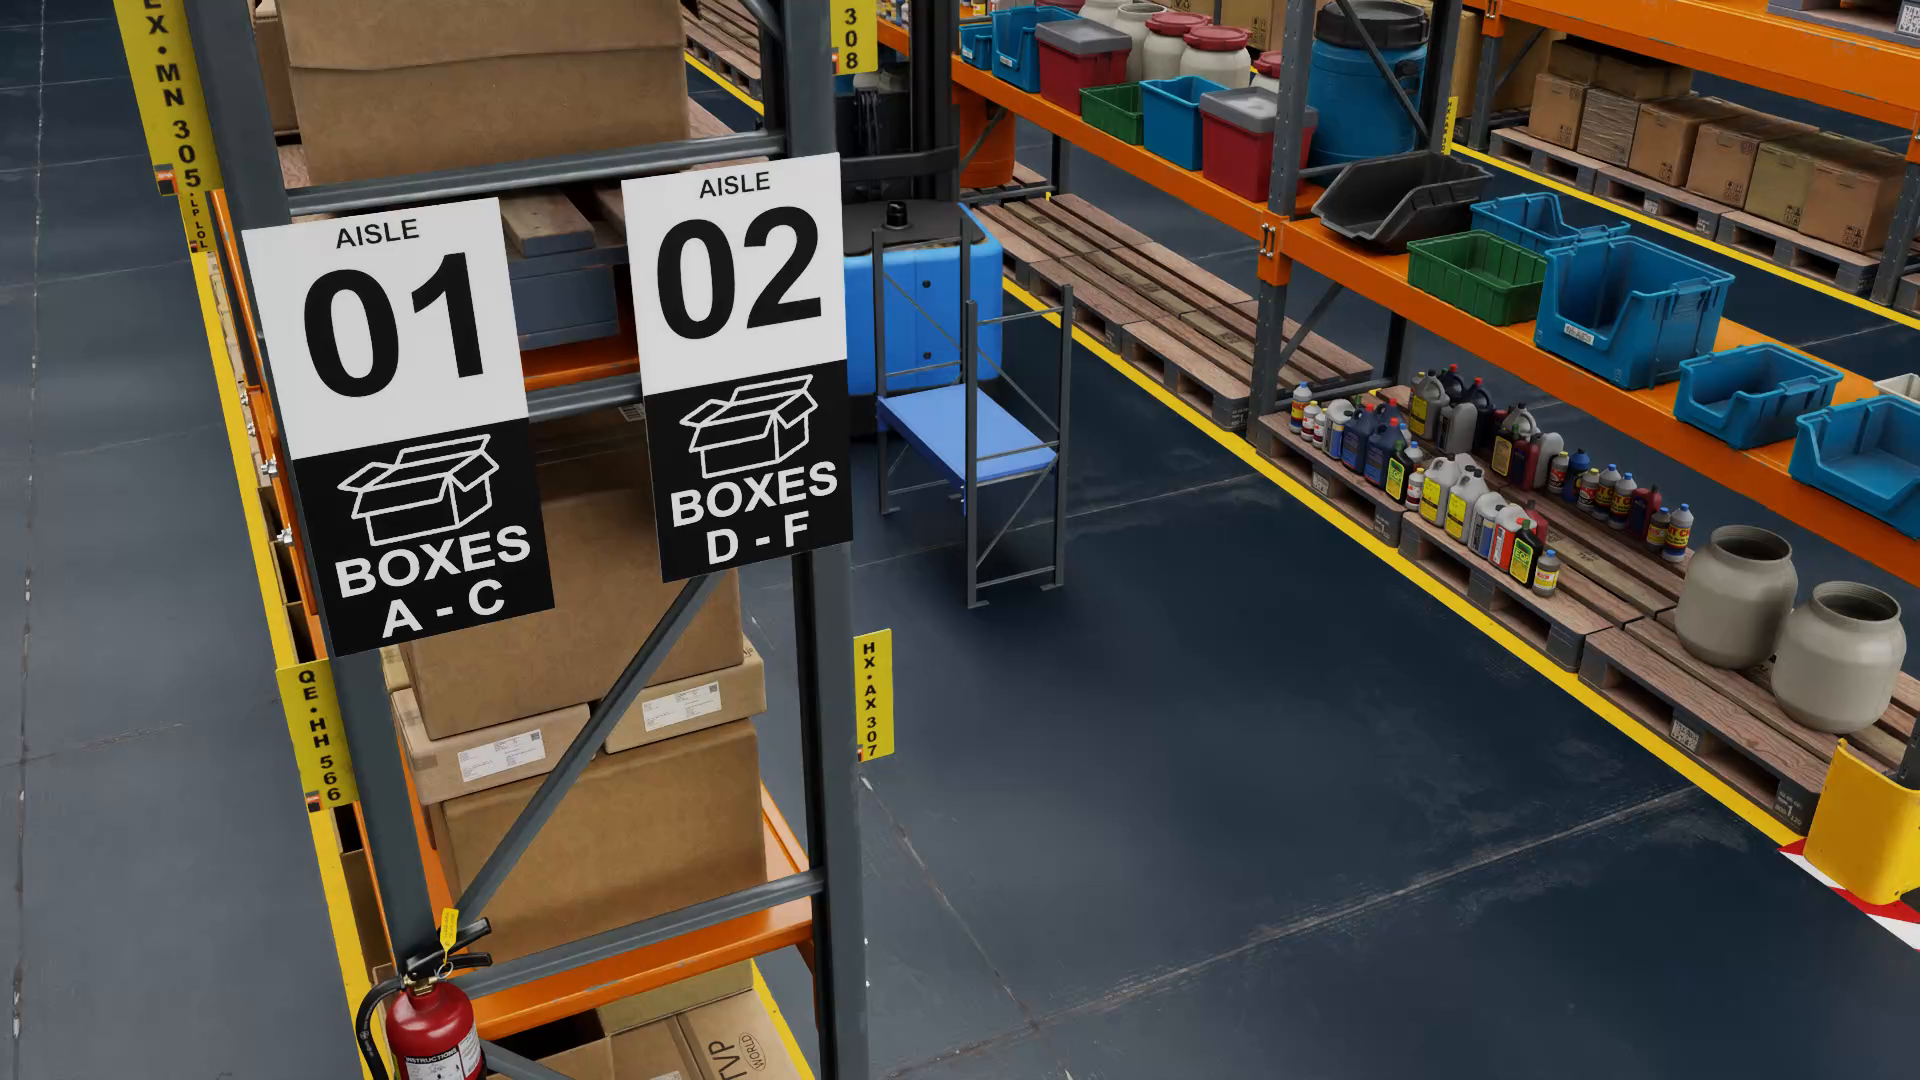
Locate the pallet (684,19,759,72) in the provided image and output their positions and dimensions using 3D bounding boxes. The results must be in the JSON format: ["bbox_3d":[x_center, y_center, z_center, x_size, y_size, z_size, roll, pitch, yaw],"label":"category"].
[{"bbox_3d":[-2.251,-5.112,17.150,1.003,0.211,1.213,-13,32,-22],"label":"pallet"}]

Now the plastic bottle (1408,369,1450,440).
[{"bbox_3d":[2.468,-0.720,8.726,0.144,0.351,0.185,-13,32,-22],"label":"plastic bottle"}]

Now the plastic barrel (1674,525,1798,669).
[{"bbox_3d":[3.212,0.235,6.878,0.421,0.512,0.421,0,29,0],"label":"plastic barrel"}]

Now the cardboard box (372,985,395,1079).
[{"bbox_3d":[-1.419,1.491,4.907,0.500,0.250,0.500,-13,32,-22],"label":"cardboard box"}]

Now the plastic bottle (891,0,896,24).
[{"bbox_3d":[-0.472,-3.993,12.507,0.097,0.201,0.097,0,29,0],"label":"plastic bottle"}]

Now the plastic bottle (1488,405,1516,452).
[{"bbox_3d":[2.788,-0.573,8.532,0.061,0.283,0.133,-11,31,-19],"label":"plastic bottle"}]

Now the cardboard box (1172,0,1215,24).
[{"bbox_3d":[2.889,-6.076,17.762,0.875,0.875,0.875,-13,32,-22],"label":"cardboard box"}]

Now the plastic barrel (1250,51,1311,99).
[{"bbox_3d":[1.849,-2.466,9.441,0.433,0.535,0.433,0,29,0],"label":"plastic barrel"}]

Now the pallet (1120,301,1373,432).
[{"bbox_3d":[1.689,-1.060,9.925,1.003,0.211,1.213,-13,32,-22],"label":"pallet"}]

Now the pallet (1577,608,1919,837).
[{"bbox_3d":[3.360,0.662,6.854,1.003,0.211,1.213,-13,32,-22],"label":"pallet"}]

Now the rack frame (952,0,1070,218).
[{"bbox_3d":[0.344,-3.705,11.790,1.000,3.000,0.127,-13,32,-22],"label":"rack frame"}]

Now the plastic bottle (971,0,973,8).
[{"bbox_3d":[0.136,-4.288,12.949,0.061,0.283,0.133,-13,32,-22],"label":"plastic bottle"}]

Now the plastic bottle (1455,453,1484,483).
[{"bbox_3d":[2.420,-0.269,7.998,0.152,0.276,0.135,-13,32,-22],"label":"plastic bottle"}]

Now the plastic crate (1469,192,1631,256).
[{"bbox_3d":[2.782,-1.441,7.905,0.499,0.251,0.616,-13,32,-22],"label":"plastic crate"}]

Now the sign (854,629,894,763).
[{"bbox_3d":[-0.193,0.342,3.608,0.100,0.325,0.005,-13,32,-22],"label":"sign"}]

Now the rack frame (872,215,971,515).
[{"bbox_3d":[-0.182,-0.841,8.216,0.500,1.500,0.032,-13,32,-22],"label":"rack frame"}]

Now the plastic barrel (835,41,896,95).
[{"bbox_3d":[-0.851,-4.183,14.359,0.600,0.901,0.708,-13,32,-22],"label":"plastic barrel"}]

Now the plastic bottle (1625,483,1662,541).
[{"bbox_3d":[3.201,-0.148,7.774,0.061,0.283,0.133,-13,32,-21],"label":"plastic bottle"}]

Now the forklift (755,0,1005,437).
[{"bbox_3d":[-0.652,-2.546,9.794,1.130,2.935,3.031,-8,30,-14],"label":"forklift"}]

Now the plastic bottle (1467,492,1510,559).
[{"bbox_3d":[2.451,-0.072,7.647,0.152,0.276,0.135,-14,32,-23],"label":"plastic bottle"}]

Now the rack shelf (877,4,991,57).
[{"bbox_3d":[-0.514,-4.274,13.541,1.077,0.370,4.000,-13,32,-22],"label":"rack shelf"}]

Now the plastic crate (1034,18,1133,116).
[{"bbox_3d":[0.762,-2.954,10.387,0.402,0.464,0.583,-13,32,-22],"label":"plastic crate"}]

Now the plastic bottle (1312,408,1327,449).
[{"bbox_3d":[1.890,-0.586,8.640,0.097,0.201,0.097,0,29,0],"label":"plastic bottle"}]

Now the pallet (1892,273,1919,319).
[{"bbox_3d":[6.855,-1.472,10.659,1.003,0.211,1.213,-13,32,-22],"label":"pallet"}]

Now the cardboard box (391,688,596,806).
[{"bbox_3d":[-1.033,0.412,3.682,0.380,0.149,0.250,-14,32,-23],"label":"cardboard box"}]

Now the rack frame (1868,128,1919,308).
[{"bbox_3d":[6.535,-2.978,10.493,1.000,3.000,0.127,-13,32,-22],"label":"rack frame"}]

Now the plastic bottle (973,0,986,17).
[{"bbox_3d":[0.147,-4.047,12.603,0.097,0.201,0.097,0,29,0],"label":"plastic bottle"}]

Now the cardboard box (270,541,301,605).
[{"bbox_3d":[-2.276,0.280,6.300,0.500,0.500,0.500,-13,32,-22],"label":"cardboard box"}]

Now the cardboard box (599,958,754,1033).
[{"bbox_3d":[-0.942,1.053,4.921,0.500,0.500,0.500,-13,32,-22],"label":"cardboard box"}]

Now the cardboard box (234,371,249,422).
[{"bbox_3d":[-3.288,-0.696,8.233,0.500,0.311,0.500,-13,32,-22],"label":"cardboard box"}]

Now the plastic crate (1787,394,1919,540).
[{"bbox_3d":[3.293,-0.264,5.806,0.499,0.251,0.616,-13,32,-22],"label":"plastic crate"}]

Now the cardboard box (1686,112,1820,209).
[{"bbox_3d":[5.862,-2.817,12.312,0.700,0.500,0.500,-16,33,-26],"label":"cardboard box"}]

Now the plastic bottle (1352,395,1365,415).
[{"bbox_3d":[2.062,-0.598,8.576,0.061,0.283,0.133,-13,32,-22],"label":"plastic bottle"}]

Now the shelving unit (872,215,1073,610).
[{"bbox_3d":[0.037,-0.616,7.816,0.538,1.500,1.048,-13,32,-22],"label":"shelving unit"}]

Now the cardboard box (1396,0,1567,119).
[{"bbox_3d":[4.540,-4.310,14.613,1.225,0.875,0.875,-15,32,-24],"label":"cardboard box"}]

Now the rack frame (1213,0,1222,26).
[{"bbox_3d":[3.100,-6.512,16.795,1.000,3.000,0.127,-13,32,-22],"label":"rack frame"}]

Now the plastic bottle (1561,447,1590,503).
[{"bbox_3d":[3.005,-0.324,8.101,0.097,0.271,0.097,0,29,0],"label":"plastic bottle"}]

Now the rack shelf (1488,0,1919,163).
[{"bbox_3d":[5.676,-3.547,12.245,1.077,0.370,4.000,-13,32,-22],"label":"rack shelf"}]

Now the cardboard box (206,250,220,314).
[{"bbox_3d":[-4.171,-1.602,9.848,0.500,0.311,0.500,-12,31,-20],"label":"cardboard box"}]

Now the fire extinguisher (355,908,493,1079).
[{"bbox_3d":[-1.065,1.051,3.388,0.296,0.674,0.183,-13,32,-22],"label":"fire extinguisher"}]

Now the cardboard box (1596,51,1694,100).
[{"bbox_3d":[5.369,-3.651,13.034,0.500,0.250,0.500,-9,31,-16],"label":"cardboard box"}]

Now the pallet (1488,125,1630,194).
[{"bbox_3d":[5.152,-3.183,13.710,1.003,0.211,1.213,-13,32,-22],"label":"pallet"}]

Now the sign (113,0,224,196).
[{"bbox_3d":[-1.193,-0.685,2.513,0.100,0.325,0.005,-13,32,-22],"label":"sign"}]

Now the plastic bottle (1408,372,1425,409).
[{"bbox_3d":[2.499,-0.814,9.046,0.097,0.201,0.097,0,29,0],"label":"plastic bottle"}]

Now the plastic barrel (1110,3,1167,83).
[{"bbox_3d":[1.160,-3.158,10.700,0.421,0.512,0.421,0,29,0],"label":"plastic barrel"}]

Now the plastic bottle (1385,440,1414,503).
[{"bbox_3d":[2.147,-0.336,8.110,0.061,0.283,0.133,-12,31,-20],"label":"plastic bottle"}]
